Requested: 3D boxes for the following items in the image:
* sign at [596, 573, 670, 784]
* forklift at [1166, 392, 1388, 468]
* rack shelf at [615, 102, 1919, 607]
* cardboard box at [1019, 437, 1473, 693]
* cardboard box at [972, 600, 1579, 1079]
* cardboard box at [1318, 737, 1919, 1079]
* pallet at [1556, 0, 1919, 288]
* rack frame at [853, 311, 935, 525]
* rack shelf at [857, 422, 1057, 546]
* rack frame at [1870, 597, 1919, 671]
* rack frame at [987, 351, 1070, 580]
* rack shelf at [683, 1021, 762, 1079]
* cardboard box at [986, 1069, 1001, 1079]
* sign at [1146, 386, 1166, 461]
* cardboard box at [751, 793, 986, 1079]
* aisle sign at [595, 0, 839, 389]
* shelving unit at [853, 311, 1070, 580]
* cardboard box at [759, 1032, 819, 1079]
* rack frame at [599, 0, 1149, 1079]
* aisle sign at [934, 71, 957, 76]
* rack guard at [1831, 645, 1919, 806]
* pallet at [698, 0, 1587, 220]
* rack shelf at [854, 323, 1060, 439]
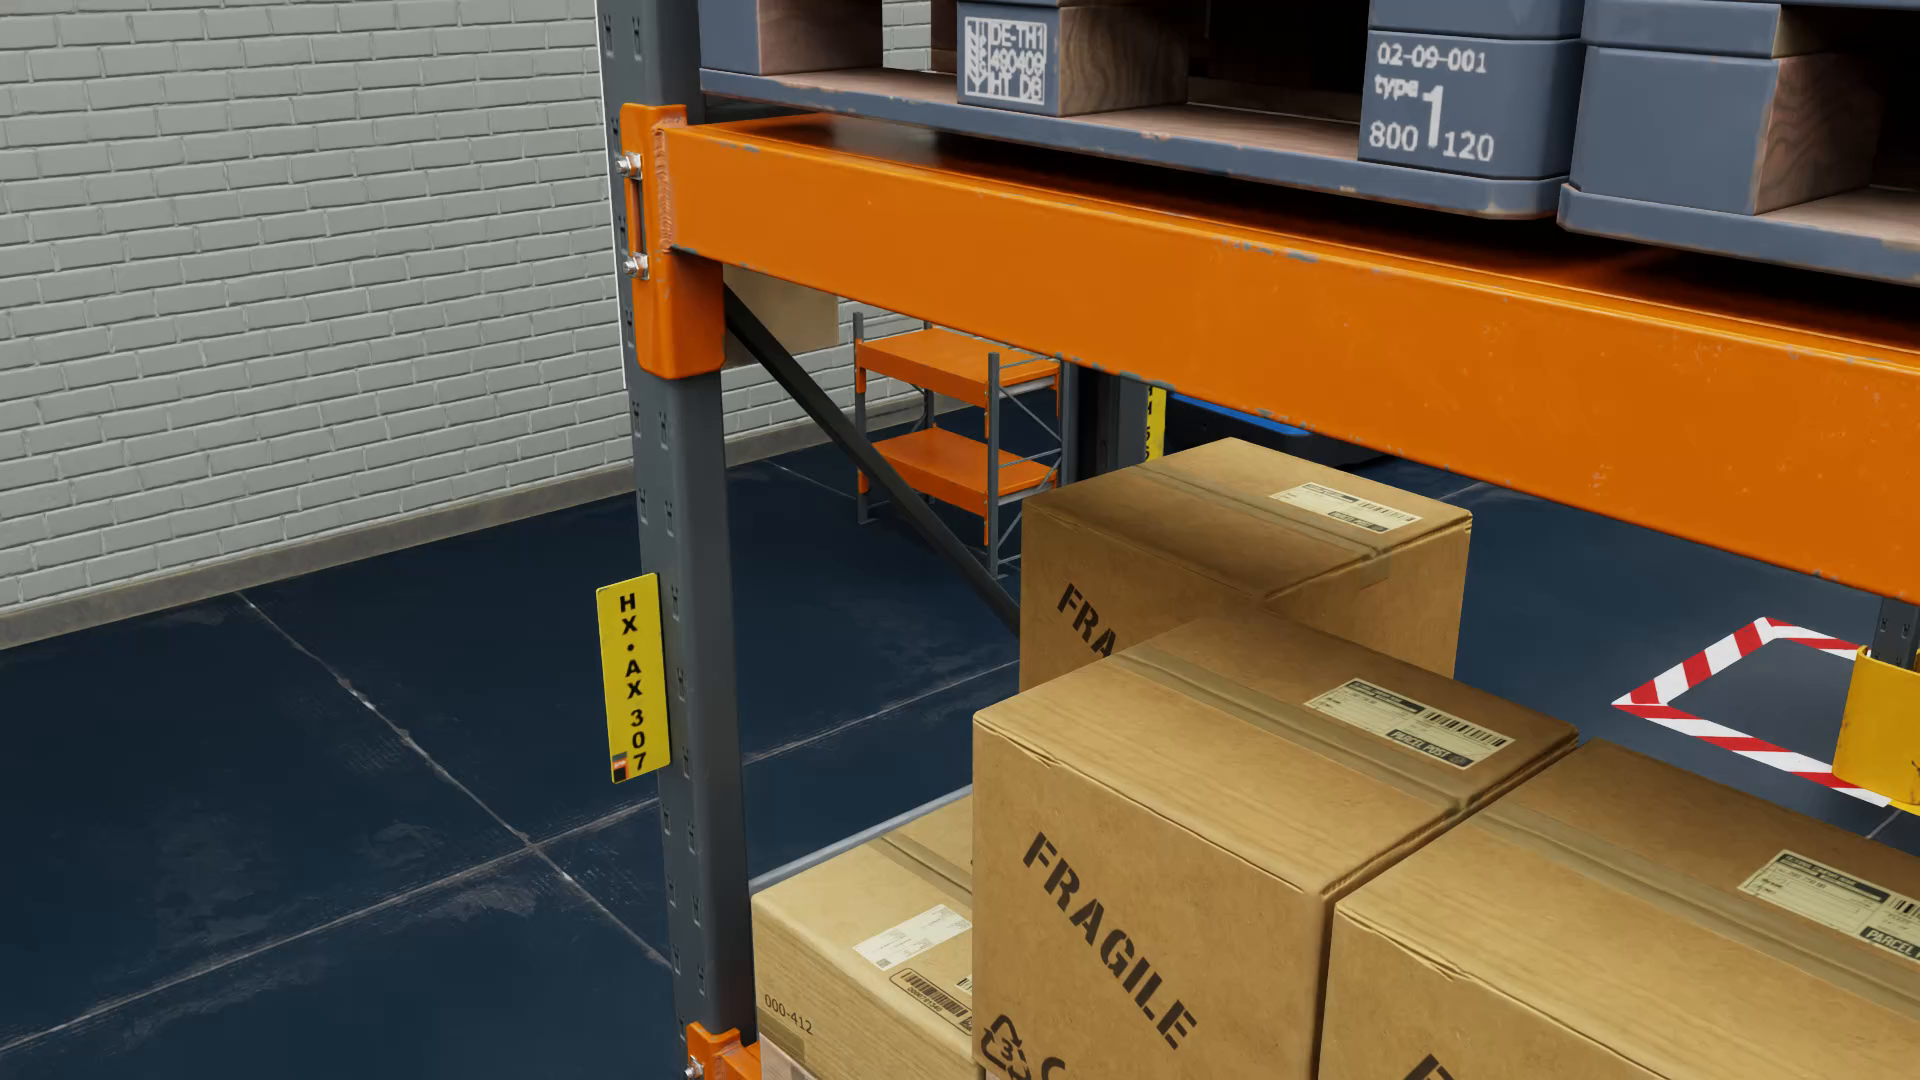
[{"bbox_3d":[-0.496,0.213,2.533,0.100,0.325,0.005,-17,27,-37],"label":"sign"},{"bbox_3d":[2.699,-2.117,9.870,3.031,2.935,1.130,-16,26,-35],"label":"forklift"},{"bbox_3d":[1.234,0.013,1.212,1.077,0.370,4.000,-17,27,-37],"label":"rack shelf"},{"bbox_3d":[0.445,0.176,2.691,0.500,0.500,0.500,-17,27,-37],"label":"cardboard box"},{"bbox_3d":[0.363,0.439,2.019,0.500,0.500,0.500,-18,28,-39],"label":"cardboard box"},{"bbox_3d":[0.706,0.581,1.657,0.500,0.500,0.500,-18,28,-39],"label":"cardboard box"},{"bbox_3d":[1.221,-0.294,1.129,1.003,0.211,1.213,-17,27,-37],"label":"pallet"},{"bbox_3d":[-0.336,-0.666,8.642,0.500,1.125,0.032,-17,27,-37],"label":"rack frame"},{"bbox_3d":[-0.004,-0.298,8.373,0.538,0.278,1.000,-17,27,-37],"label":"rack shelf"},{"bbox_3d":[3.752,-0.631,5.982,1.000,3.000,0.127,-17,27,-37],"label":"rack frame"},{"bbox_3d":[0.327,-0.385,7.925,0.500,1.125,0.032,-17,27,-37],"label":"rack frame"},{"bbox_3d":[1.234,1.410,1.759,1.077,0.370,4.000,-17,27,-37],"label":"rack shelf"},{"bbox_3d":[0.381,0.792,2.146,0.500,0.250,0.500,-18,28,-38],"label":"cardboard box"},{"bbox_3d":[0.348,-0.253,3.104,0.100,0.325,0.005,-17,27,-37],"label":"sign"},{"bbox_3d":[0.037,0.650,2.509,0.500,0.250,0.500,-18,28,-39],"label":"cardboard box"},{"bbox_3d":[-0.346,-0.637,2.433,0.394,0.787,0.004,-17,27,-37],"label":"aisle sign"},{"bbox_3d":[-0.004,-0.526,8.284,0.538,1.125,1.048,-17,27,-37],"label":"shelving unit"},{"bbox_3d":[-0.090,0.816,2.633,0.380,0.149,0.250,-17,27,-37],"label":"cardboard box"},{"bbox_3d":[-0.069,0.521,3.040,0.949,2.616,0.053,-17,27,-37],"label":"rack frame"},{"bbox_3d":[0.109,-0.780,2.797,0.394,0.787,0.004,-17,27,-37],"label":"aisle sign"},{"bbox_3d":[3.801,0.554,6.384,1.175,0.500,0.348,-17,27,-37],"label":"rack guard"},{"bbox_3d":[0.420,-0.631,1.990,1.003,0.211,1.213,-17,27,-37],"label":"pallet"},{"bbox_3d":[-0.004,-0.798,8.177,0.538,0.278,1.000,-17,27,-37],"label":"rack shelf"}]
